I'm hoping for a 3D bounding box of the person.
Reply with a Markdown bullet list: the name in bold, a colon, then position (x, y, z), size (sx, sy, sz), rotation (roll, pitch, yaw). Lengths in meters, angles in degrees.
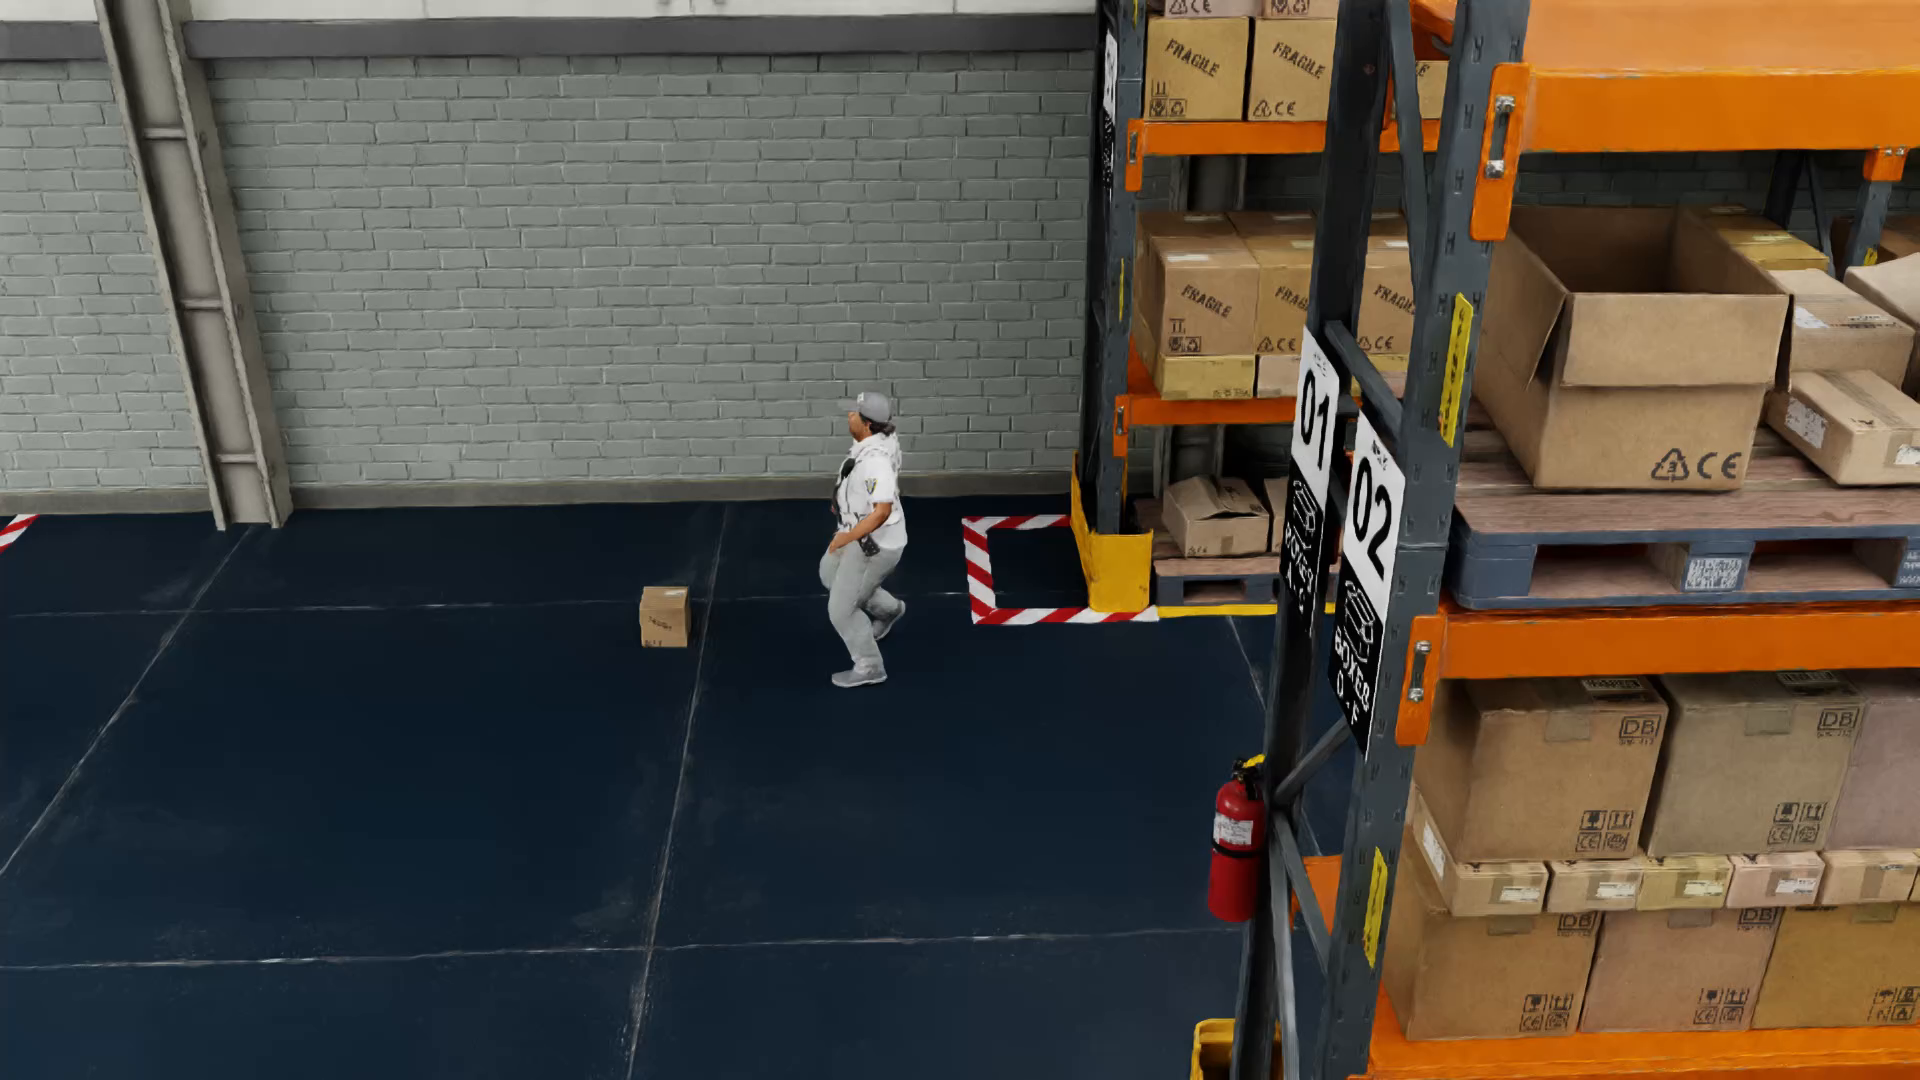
- **person**: position (-0.513, -0.008, 8.676), size (0.471, 1.637, 0.707), rotation (-2, 28, -4)
